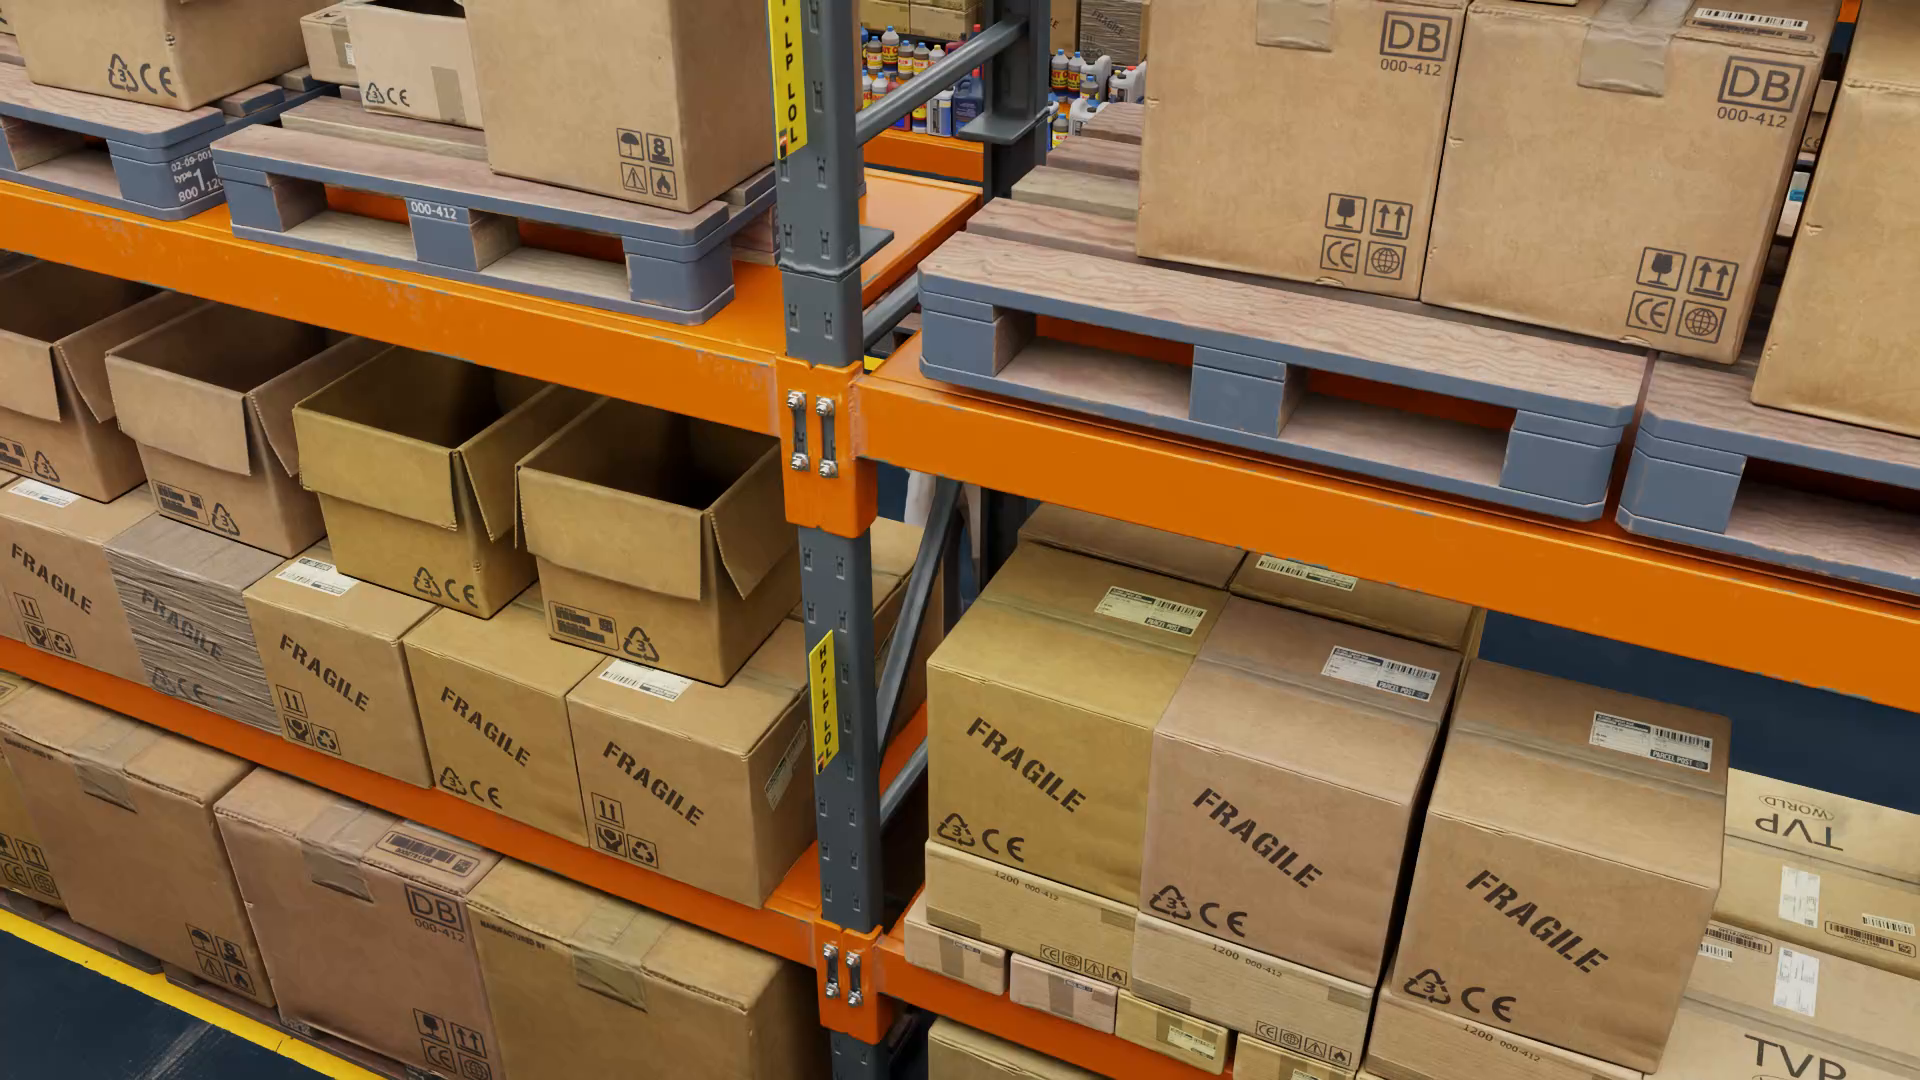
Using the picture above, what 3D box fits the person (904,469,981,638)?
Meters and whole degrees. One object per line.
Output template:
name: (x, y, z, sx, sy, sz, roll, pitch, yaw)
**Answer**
person: (0.035, -0.215, 6.484, 0.560, 1.775, 0.375, 15, 36, 22)
